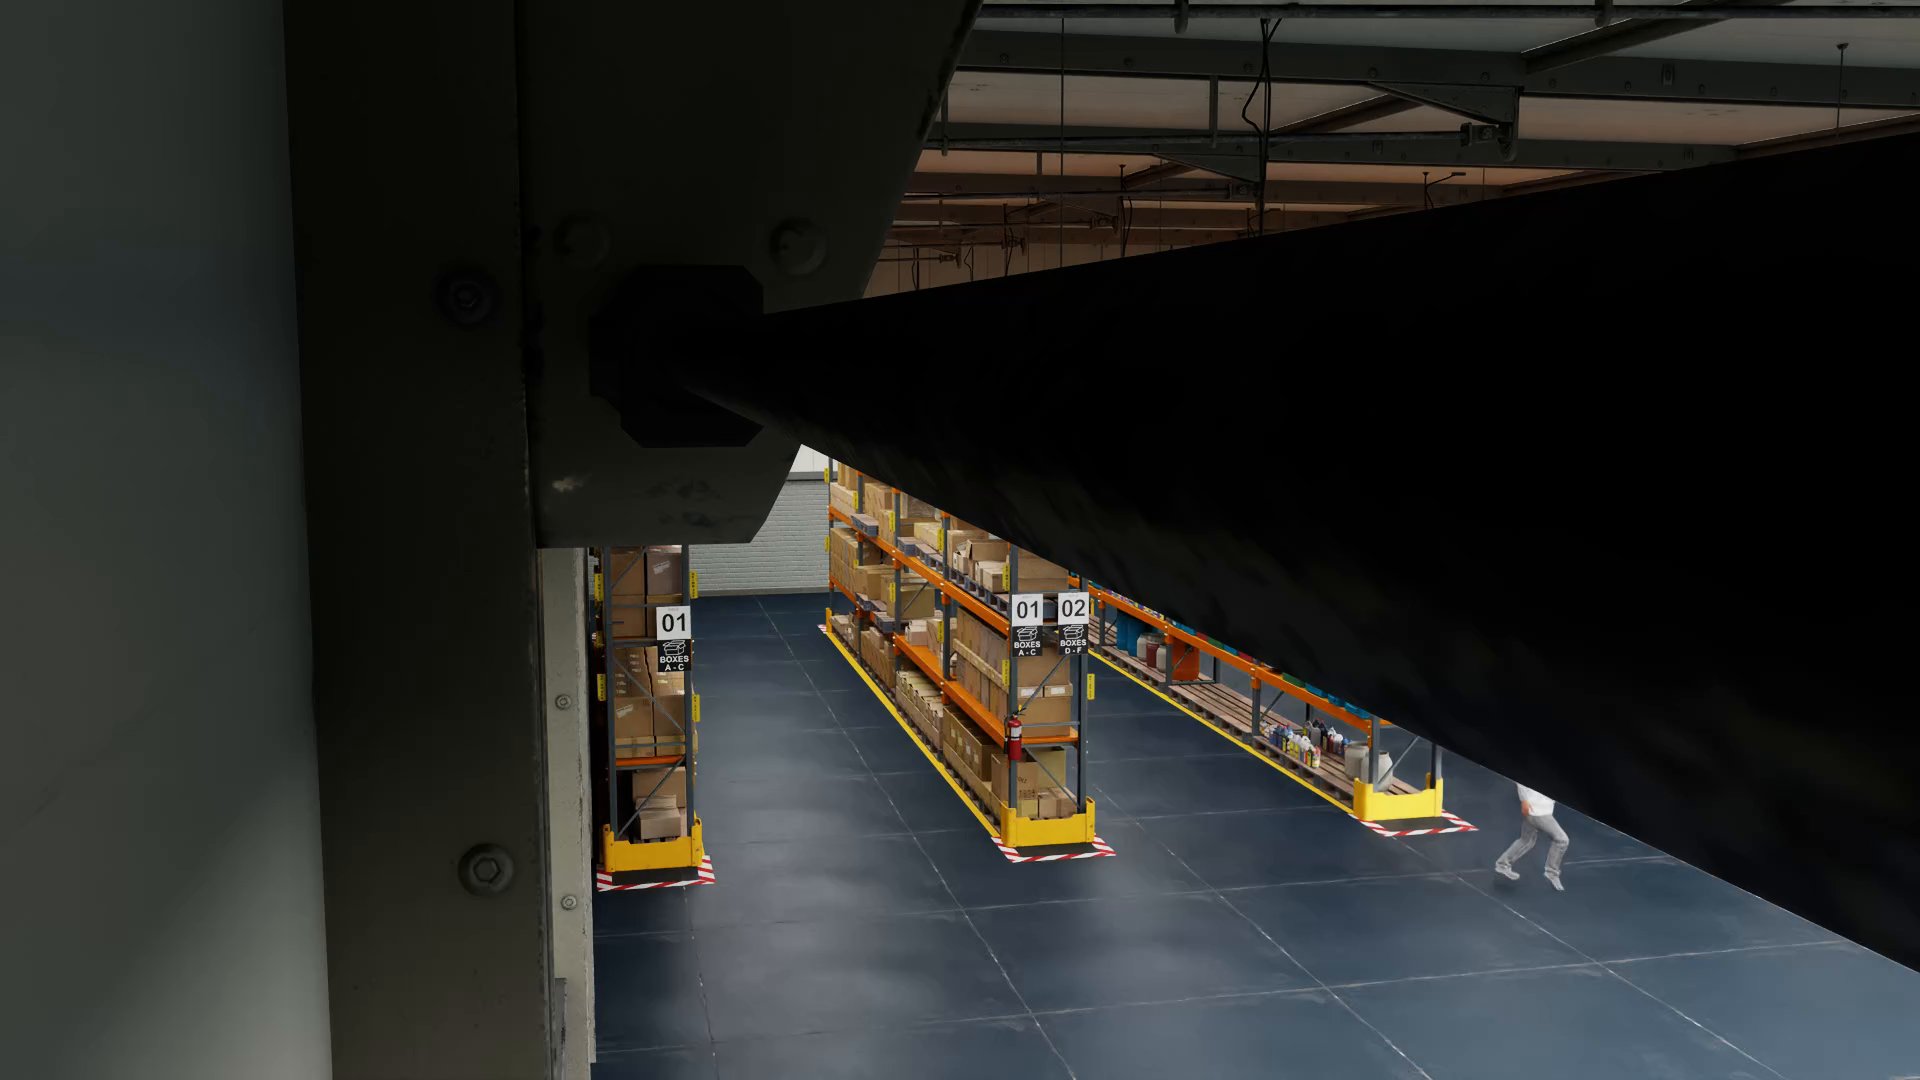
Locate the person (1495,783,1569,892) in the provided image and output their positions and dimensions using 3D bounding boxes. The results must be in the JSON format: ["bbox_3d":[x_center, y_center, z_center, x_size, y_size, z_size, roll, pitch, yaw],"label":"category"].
[{"bbox_3d":[6.681,3.175,19.311,0.849,1.812,0.679,2,7,19],"label":"person"}]
